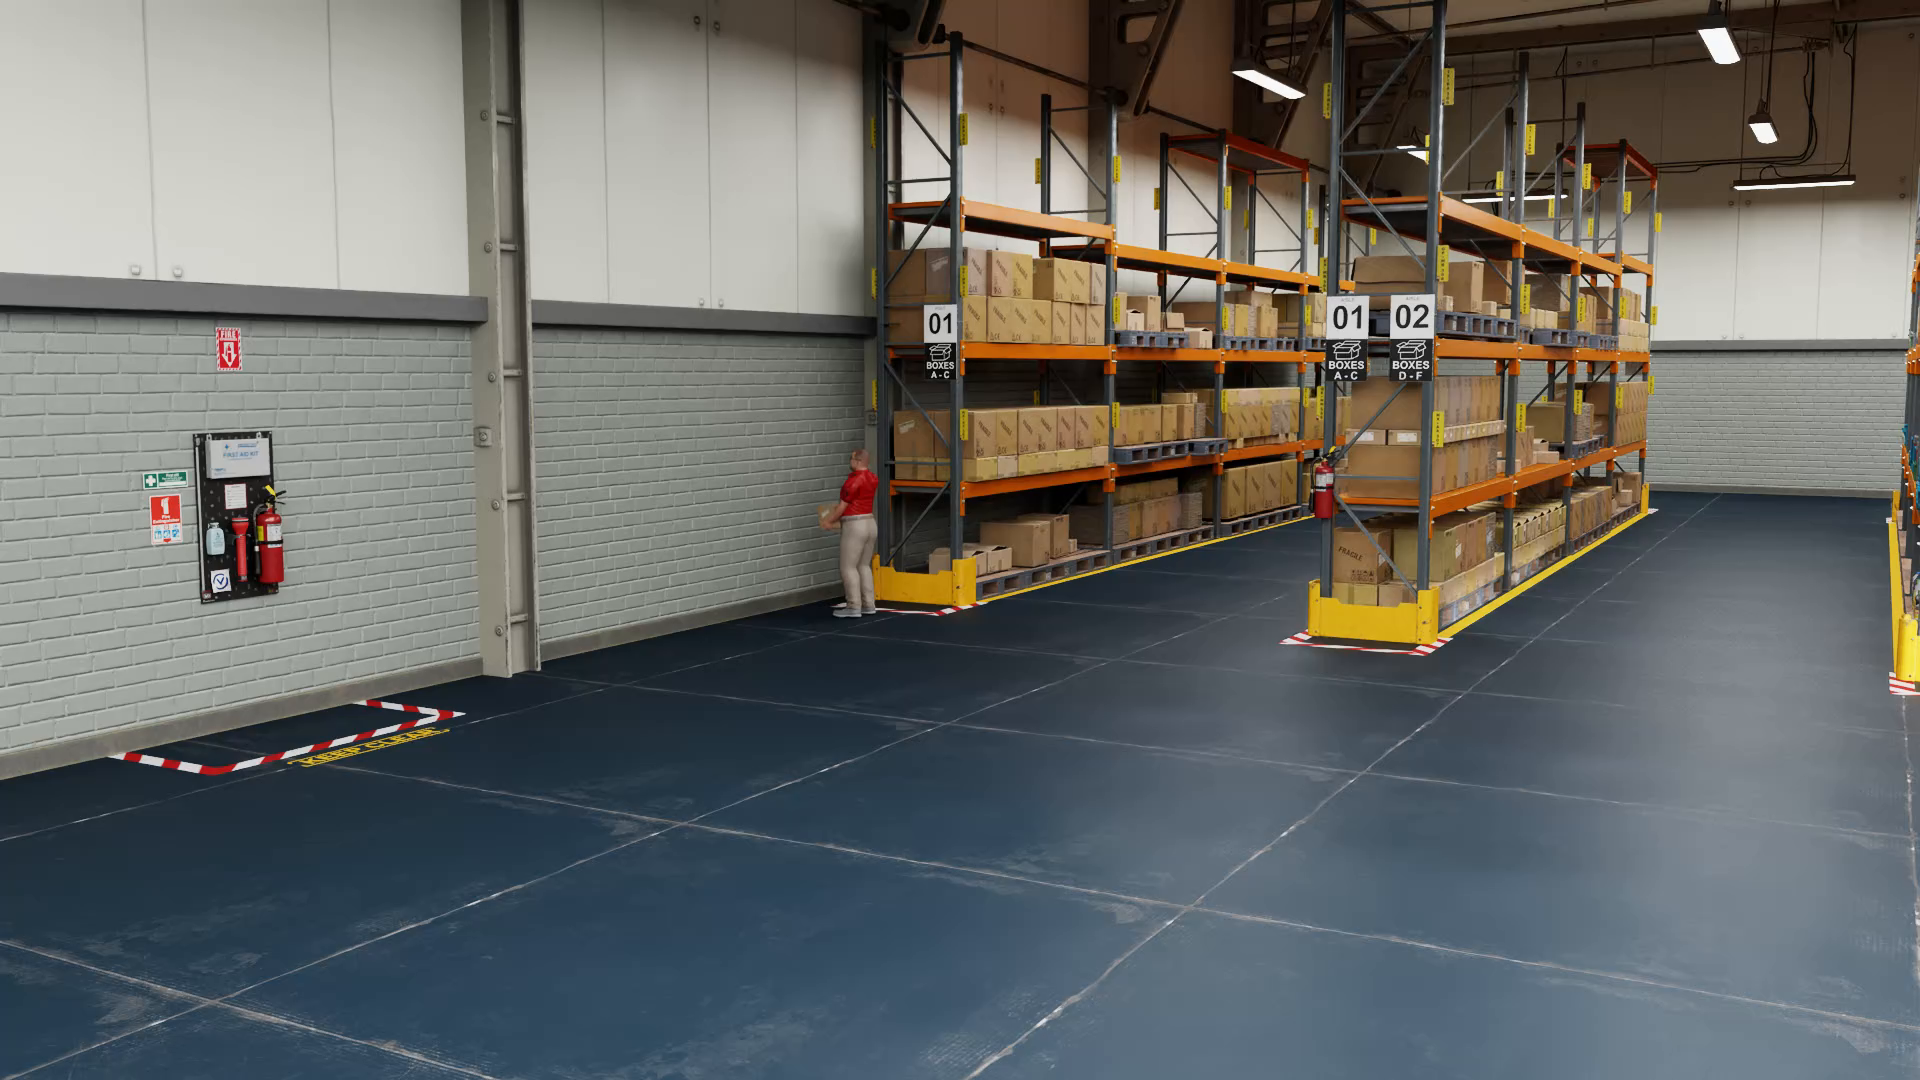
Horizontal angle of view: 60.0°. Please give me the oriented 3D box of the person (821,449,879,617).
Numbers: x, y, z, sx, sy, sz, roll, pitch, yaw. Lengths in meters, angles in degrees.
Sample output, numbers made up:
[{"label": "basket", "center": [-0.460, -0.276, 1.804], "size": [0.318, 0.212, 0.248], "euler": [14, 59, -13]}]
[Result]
[{"label": "person", "center": [-1.134, -0.079, 17.018], "size": [0.530, 1.715, 0.495], "euler": [3, 7, 28]}]
